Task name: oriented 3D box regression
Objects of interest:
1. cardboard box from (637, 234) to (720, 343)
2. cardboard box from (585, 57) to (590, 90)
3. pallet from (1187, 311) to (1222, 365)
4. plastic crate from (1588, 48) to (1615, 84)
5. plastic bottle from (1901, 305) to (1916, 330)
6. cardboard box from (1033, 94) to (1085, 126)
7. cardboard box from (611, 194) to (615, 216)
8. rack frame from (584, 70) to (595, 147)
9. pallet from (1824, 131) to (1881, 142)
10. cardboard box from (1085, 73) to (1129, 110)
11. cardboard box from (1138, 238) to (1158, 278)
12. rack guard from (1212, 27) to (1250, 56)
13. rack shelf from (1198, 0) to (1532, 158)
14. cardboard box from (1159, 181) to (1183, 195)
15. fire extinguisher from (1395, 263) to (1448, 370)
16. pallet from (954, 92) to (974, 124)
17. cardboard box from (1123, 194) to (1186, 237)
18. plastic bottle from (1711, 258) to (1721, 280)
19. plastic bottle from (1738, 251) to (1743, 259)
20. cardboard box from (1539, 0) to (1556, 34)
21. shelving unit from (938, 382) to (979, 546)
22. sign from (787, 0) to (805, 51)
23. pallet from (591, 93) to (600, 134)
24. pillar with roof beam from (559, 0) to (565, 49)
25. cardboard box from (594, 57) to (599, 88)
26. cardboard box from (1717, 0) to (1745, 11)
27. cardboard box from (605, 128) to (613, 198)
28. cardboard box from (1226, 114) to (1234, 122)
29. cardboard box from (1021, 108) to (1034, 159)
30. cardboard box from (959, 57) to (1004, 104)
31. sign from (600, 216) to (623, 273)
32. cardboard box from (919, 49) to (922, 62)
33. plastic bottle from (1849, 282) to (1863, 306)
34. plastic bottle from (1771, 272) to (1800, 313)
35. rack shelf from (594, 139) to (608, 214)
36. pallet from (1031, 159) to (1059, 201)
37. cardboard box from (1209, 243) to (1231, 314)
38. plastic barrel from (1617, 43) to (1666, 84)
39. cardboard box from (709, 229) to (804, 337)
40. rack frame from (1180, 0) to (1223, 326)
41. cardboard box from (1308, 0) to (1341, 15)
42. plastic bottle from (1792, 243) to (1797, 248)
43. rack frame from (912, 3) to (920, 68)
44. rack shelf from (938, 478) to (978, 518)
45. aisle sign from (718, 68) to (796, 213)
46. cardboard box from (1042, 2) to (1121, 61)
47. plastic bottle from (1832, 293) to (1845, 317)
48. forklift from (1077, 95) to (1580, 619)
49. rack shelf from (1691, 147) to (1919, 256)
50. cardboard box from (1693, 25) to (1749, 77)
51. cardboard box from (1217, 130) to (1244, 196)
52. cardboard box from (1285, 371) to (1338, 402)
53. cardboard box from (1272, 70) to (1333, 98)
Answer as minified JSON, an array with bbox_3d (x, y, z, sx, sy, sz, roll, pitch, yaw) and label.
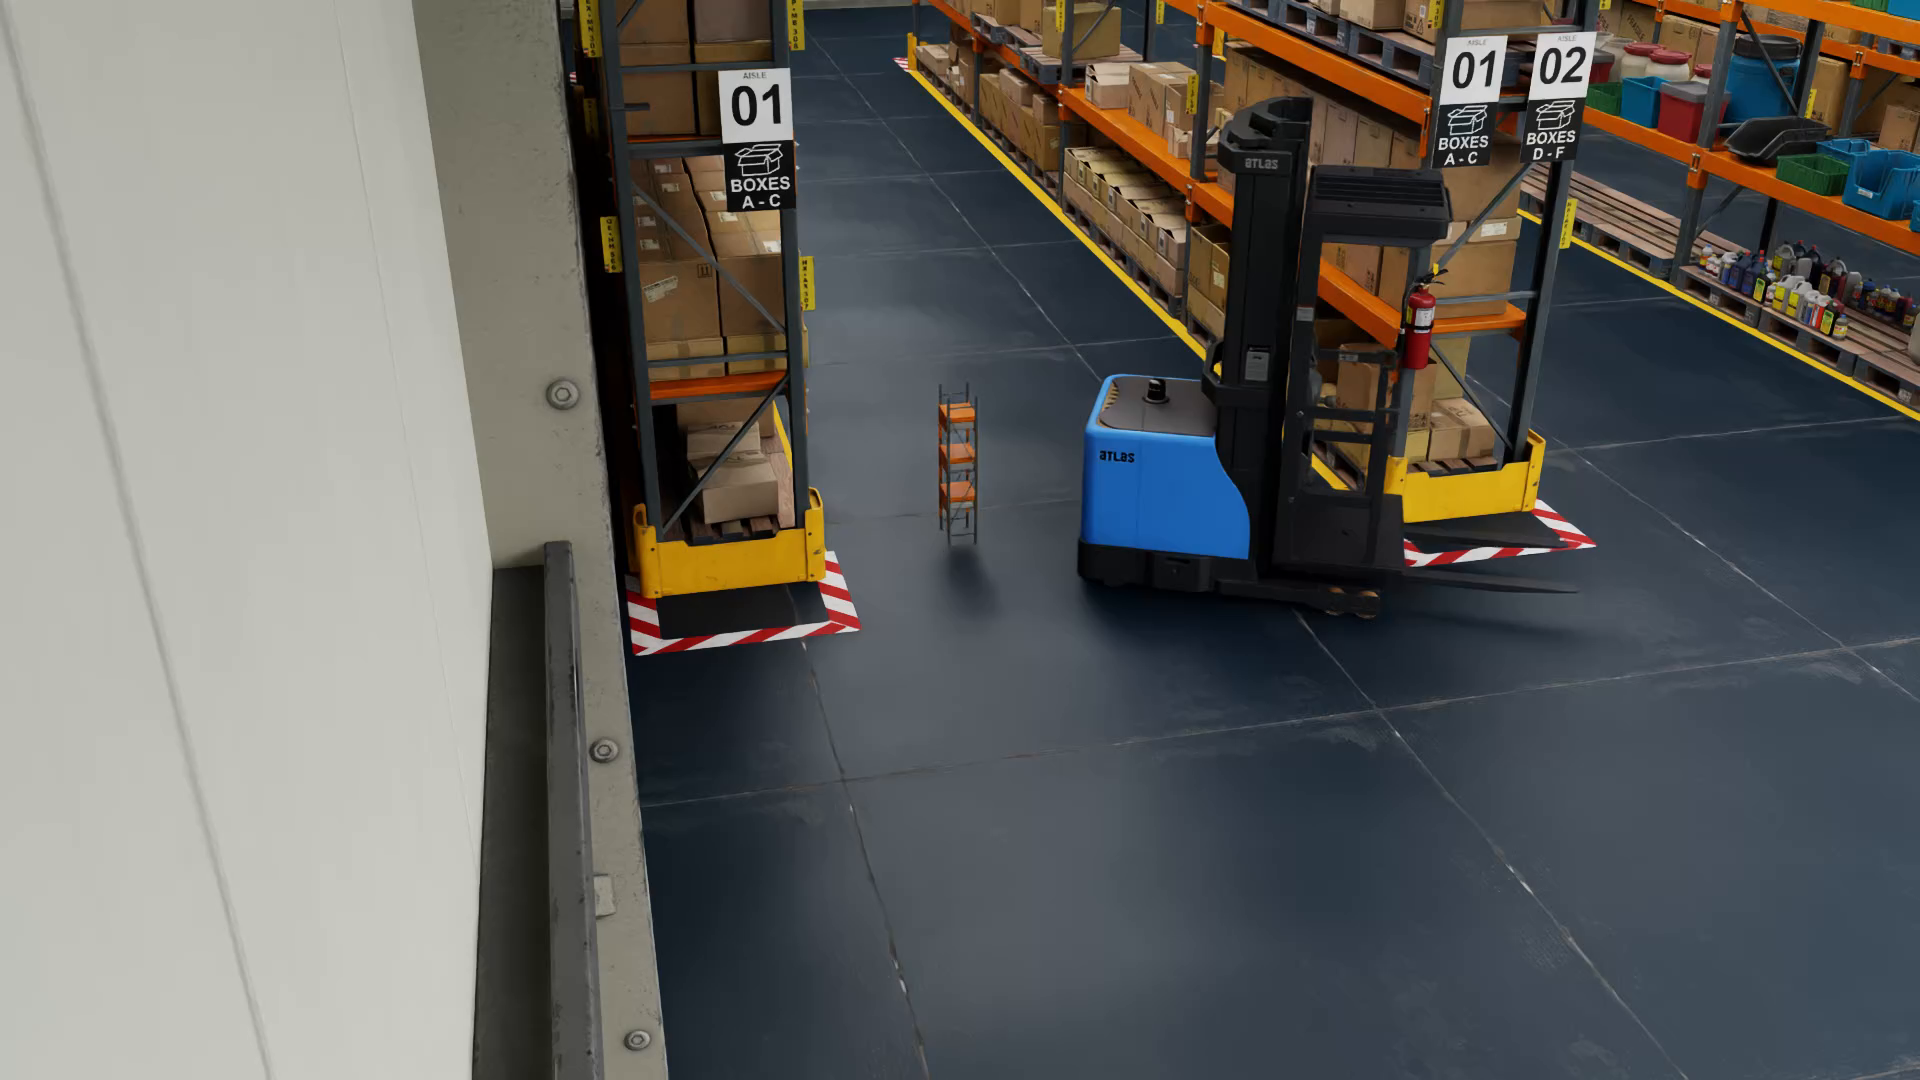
[{"bbox_3d":[-1.751,-1.532,10.114,0.500,0.500,0.500,-6,27,-12],"label":"cardboard box"},{"bbox_3d":[-3.603,-4.948,17.108,0.500,0.500,0.500,-6,27,-11],"label":"cardboard box"},{"bbox_3d":[2.625,-1.732,14.294,1.003,0.211,1.213,-6,27,-12],"label":"pallet"},{"bbox_3d":[6.478,-4.876,17.356,0.402,0.464,0.583,-6,27,-12],"label":"plastic crate"},{"bbox_3d":[8.087,-1.896,14.141,0.097,0.201,0.097,0,27,0],"label":"plastic bottle"},{"bbox_3d":[1.129,-4.912,18.954,0.500,0.250,0.500,-5,27,-10],"label":"cardboard box"},{"bbox_3d":[-2.442,-2.539,12.943,0.500,0.250,0.500,-6,27,-11],"label":"cardboard box"},{"bbox_3d":[-4.142,-6.338,20.324,1.000,3.000,0.127,-6,27,-12],"label":"rack frame"},{"bbox_3d":[11.133,-5.199,21.163,1.003,0.211,1.213,-6,27,-12],"label":"pallet"},{"bbox_3d":[1.598,-4.634,17.048,0.500,0.311,0.500,-6,27,-12],"label":"cardboard box"},{"bbox_3d":[1.999,-2.665,15.633,0.500,0.250,0.500,-6,27,-12],"label":"cardboard box"},{"bbox_3d":[4.591,-7.993,26.377,1.175,0.500,0.348,-6,27,-12],"label":"rack guard"},{"bbox_3d":[2.938,-3.470,12.112,1.077,0.370,4.000,-6,27,-12],"label":"rack shelf"},{"bbox_3d":[2.289,-3.422,16.510,0.500,0.311,0.500,-5,27,-10],"label":"cardboard box"},{"bbox_3d":[2.962,-1.441,10.708,0.296,0.674,0.183,-6,27,-12],"label":"fire extinguisher"},{"bbox_3d":[0.530,-5.899,22.549,1.003,0.211,1.213,-6,27,-12],"label":"pallet"},{"bbox_3d":[1.883,-3.136,15.944,0.500,0.311,0.500,-6,27,-12],"label":"cardboard box"},{"bbox_3d":[7.004,-2.505,15.348,0.097,0.201,0.097,0,27,0],"label":"plastic bottle"},{"bbox_3d":[7.161,-2.503,15.253,0.061,0.283,0.133,-6,27,-12],"label":"plastic bottle"},{"bbox_3d":[9.657,-8.569,26.636,0.875,0.875,0.875,-6,27,-12],"label":"cardboard box"},{"bbox_3d":[-0.012,-0.492,10.906,0.215,1.050,0.252,-6,27,-12],"label":"shelving unit"},{"bbox_3d":[-0.909,-2.854,9.123,0.100,0.325,0.005,-6,27,-12],"label":"sign"},{"bbox_3d":[-2.976,-4.194,16.289,1.213,0.211,1.003,-6,27,-12],"label":"pallet"},{"bbox_3d":[-2.300,-12.306,25.491,9.100,9.000,0.400,-6,27,-12],"label":"pillar with roof beam"},{"bbox_3d":[-2.017,-3.061,10.369,0.500,0.500,0.500,-7,28,-14],"label":"cardboard box"},{"bbox_3d":[10.423,-7.223,21.968,0.500,0.500,0.500,-7,28,-13],"label":"cardboard box"},{"bbox_3d":[-2.436,-2.875,12.775,0.500,0.500,0.500,-7,28,-13],"label":"cardboard box"},{"bbox_3d":[2.415,-3.417,13.706,0.380,0.149,0.250,-6,27,-11],"label":"cardboard box"},{"bbox_3d":[1.030,-4.781,19.525,0.500,0.500,0.500,-7,28,-13],"label":"cardboard box"},{"bbox_3d":[0.279,-6.144,22.226,0.500,0.500,0.500,-6,27,-12],"label":"cardboard box"},{"bbox_3d":[-1.982,-1.680,9.460,0.100,0.325,0.005,-6,27,-12],"label":"sign"},{"bbox_3d":[-0.402,-7.201,24.691,0.380,0.166,0.250,-6,27,-12],"label":"cardboard box"},{"bbox_3d":[7.942,-2.178,14.701,0.097,0.201,0.097,0,27,0],"label":"plastic bottle"},{"bbox_3d":[7.230,-2.179,14.537,0.144,0.351,0.185,-6,27,-12],"label":"plastic bottle"},{"bbox_3d":[-2.789,-3.382,15.267,1.077,0.370,4.000,-6,27,-12],"label":"rack shelf"},{"bbox_3d":[1.454,-4.173,19.130,1.003,0.211,1.213,-6,27,-12],"label":"pallet"},{"bbox_3d":[2.407,-2.171,13.822,0.500,0.500,0.500,-6,27,-12],"label":"cardboard box"},{"bbox_3d":[7.049,-4.847,17.219,0.433,0.535,0.433,0,27,0],"label":"plastic barrel"},{"bbox_3d":[-1.252,-1.586,10.222,0.500,0.500,0.500,-6,27,-12],"label":"cardboard box"},{"bbox_3d":[2.487,-3.330,14.365,1.000,3.000,0.127,-6,27,-12],"label":"rack frame"},{"bbox_3d":[2.746,-3.846,11.537,0.500,0.311,0.500,-3,27,-6],"label":"cardboard box"},{"bbox_3d":[7.743,-2.638,15.520,0.061,0.283,0.133,-5,27,-9],"label":"plastic bottle"},{"bbox_3d":[-0.218,-8.598,24.803,1.000,3.000,0.127,-6,27,-12],"label":"rack frame"},{"bbox_3d":[-0.012,-0.235,11.036,0.215,0.259,0.240,-6,27,-12],"label":"rack shelf"},{"bbox_3d":[-1.129,-2.229,9.298,0.394,0.787,0.004,-6,27,-12],"label":"aisle sign"},{"bbox_3d":[1.334,-5.583,18.252,0.700,0.500,0.500,-16,31,-29],"label":"cardboard box"},{"bbox_3d":[7.447,-1.946,14.148,0.061,0.283,0.133,-6,27,-12],"label":"plastic bottle"},{"bbox_3d":[2.315,-1.093,10.009,3.031,2.935,1.130,6,27,11],"label":"forklift"},{"bbox_3d":[7.764,-2.632,13.781,1.077,0.370,4.000,-6,27,-12],"label":"rack shelf"},{"bbox_3d":[10.702,-6.414,22.368,1.225,0.875,0.875,-7,28,-13],"label":"cardboard box"},{"bbox_3d":[2.593,-3.181,13.958,0.700,0.500,0.500,-7,28,-13],"label":"cardboard box"},{"bbox_3d":[2.741,-1.177,12.685,0.500,0.250,0.500,-6,27,-12],"label":"cardboard box"},{"bbox_3d":[2.820,-3.318,12.791,0.700,0.500,0.500,-6,27,-12],"label":"cardboard box"}]
